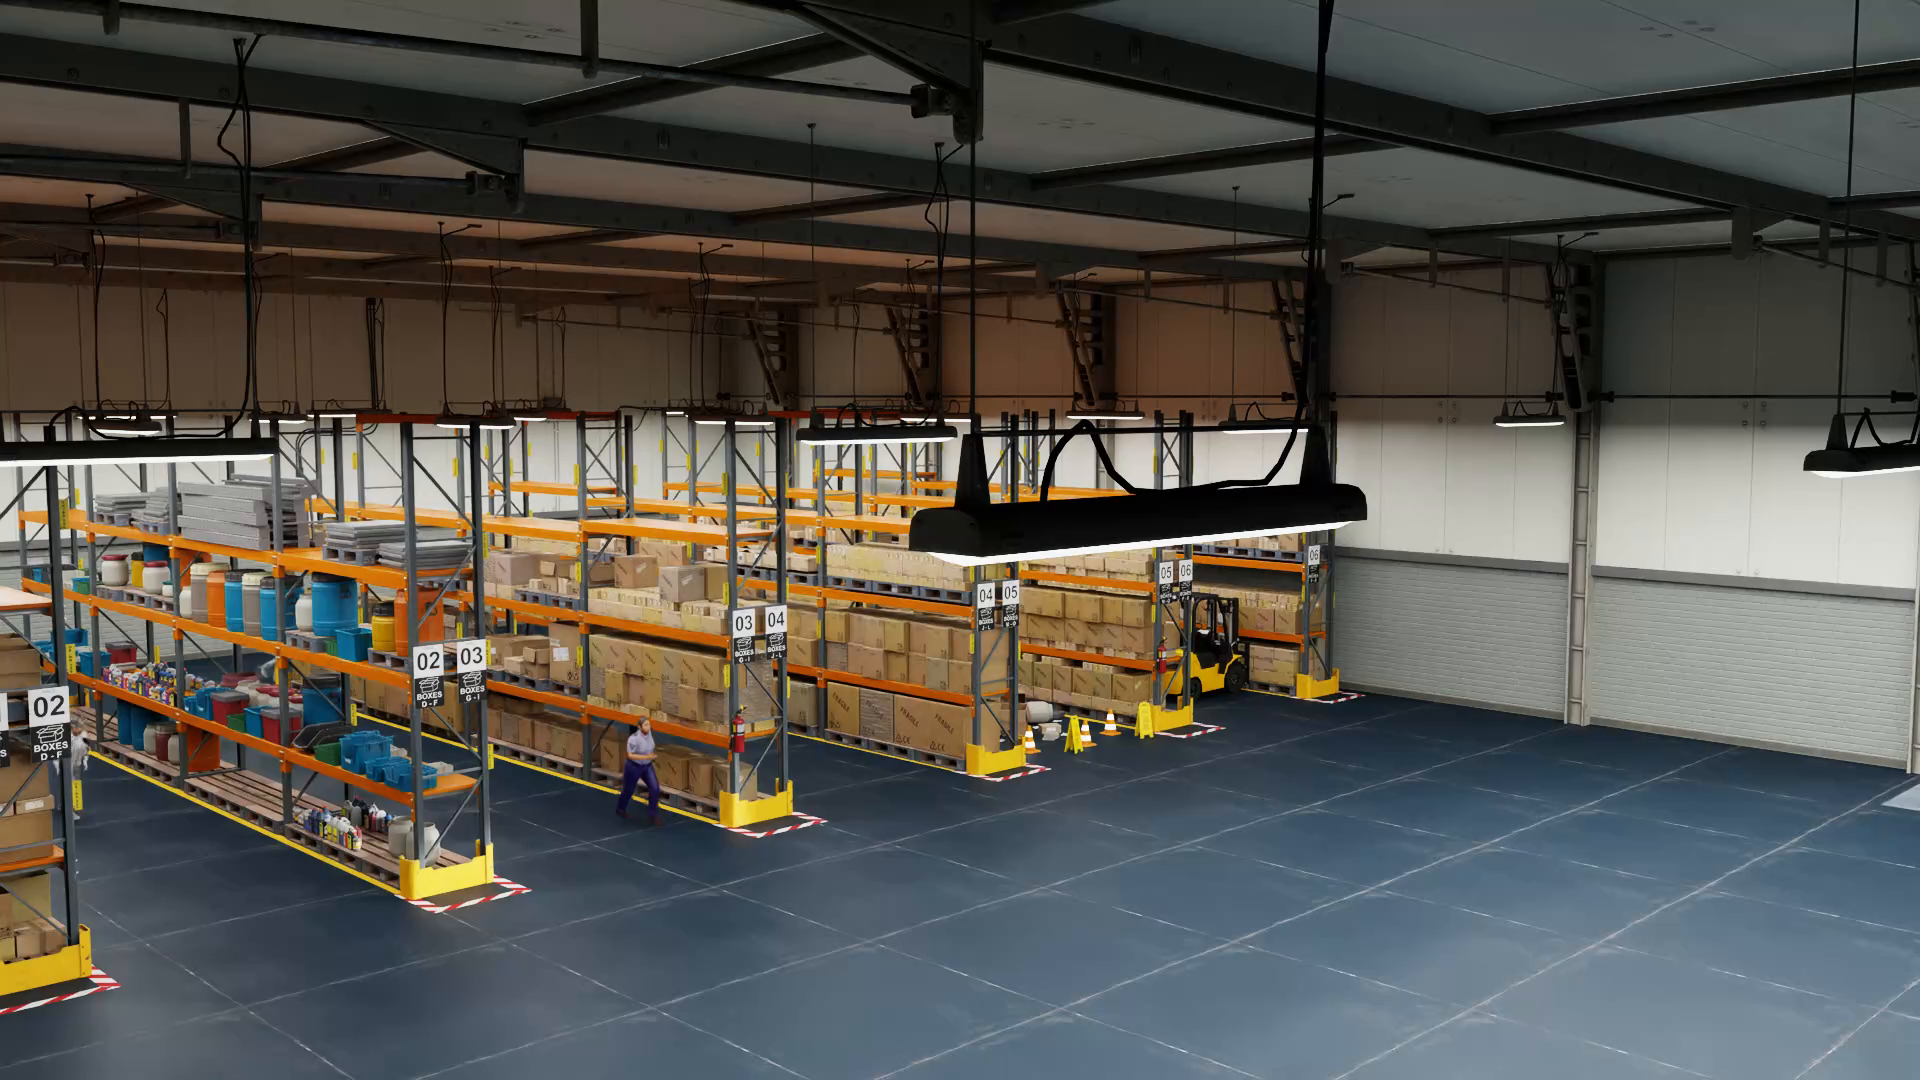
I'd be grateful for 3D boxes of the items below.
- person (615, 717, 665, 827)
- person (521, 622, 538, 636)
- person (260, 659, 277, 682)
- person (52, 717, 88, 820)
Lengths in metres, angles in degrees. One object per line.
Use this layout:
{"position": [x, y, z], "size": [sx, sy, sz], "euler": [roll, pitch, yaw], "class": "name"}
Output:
{"position": [-4.749, 3.393, 24.509], "size": [0.923, 1.633, 0.602], "euler": [4, 6, 40], "class": "person"}
{"position": [-10.672, 1.961, 41.045], "size": [0.581, 1.652, 0.947], "euler": [4, 6, 40], "class": "person"}
{"position": [-15.250, 2.276, 36.959], "size": [0.591, 1.716, 0.680], "euler": [-1, 5, -12], "class": "person"}
{"position": [-13.351, 3.394, 24.879], "size": [0.774, 1.557, 0.648], "euler": [2, 5, 17], "class": "person"}
